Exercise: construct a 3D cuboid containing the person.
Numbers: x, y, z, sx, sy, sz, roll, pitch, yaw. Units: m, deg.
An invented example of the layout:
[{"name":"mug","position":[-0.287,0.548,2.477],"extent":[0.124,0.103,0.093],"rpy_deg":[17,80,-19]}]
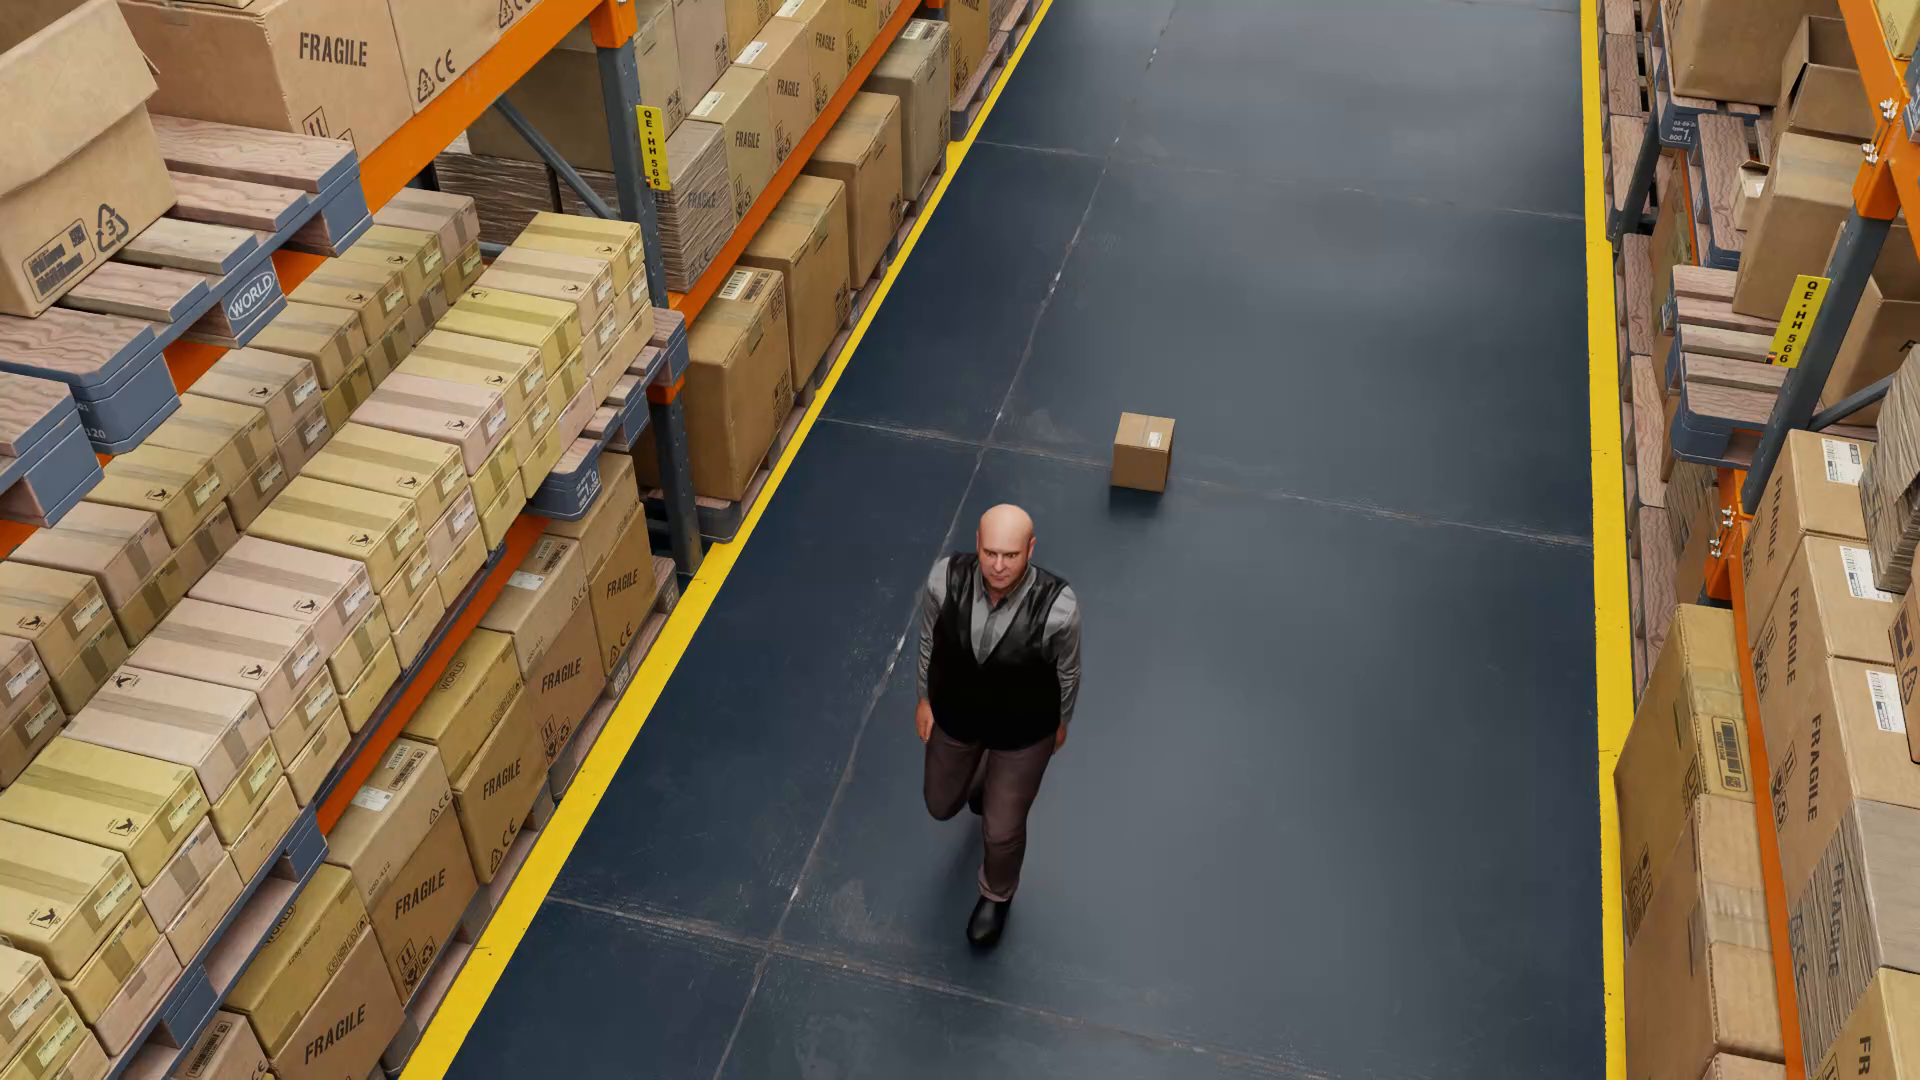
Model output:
[{"name":"person","position":[0.123,0.560,5.497],"extent":[0.539,1.702,0.706],"rpy_deg":[14,43,16]}]
